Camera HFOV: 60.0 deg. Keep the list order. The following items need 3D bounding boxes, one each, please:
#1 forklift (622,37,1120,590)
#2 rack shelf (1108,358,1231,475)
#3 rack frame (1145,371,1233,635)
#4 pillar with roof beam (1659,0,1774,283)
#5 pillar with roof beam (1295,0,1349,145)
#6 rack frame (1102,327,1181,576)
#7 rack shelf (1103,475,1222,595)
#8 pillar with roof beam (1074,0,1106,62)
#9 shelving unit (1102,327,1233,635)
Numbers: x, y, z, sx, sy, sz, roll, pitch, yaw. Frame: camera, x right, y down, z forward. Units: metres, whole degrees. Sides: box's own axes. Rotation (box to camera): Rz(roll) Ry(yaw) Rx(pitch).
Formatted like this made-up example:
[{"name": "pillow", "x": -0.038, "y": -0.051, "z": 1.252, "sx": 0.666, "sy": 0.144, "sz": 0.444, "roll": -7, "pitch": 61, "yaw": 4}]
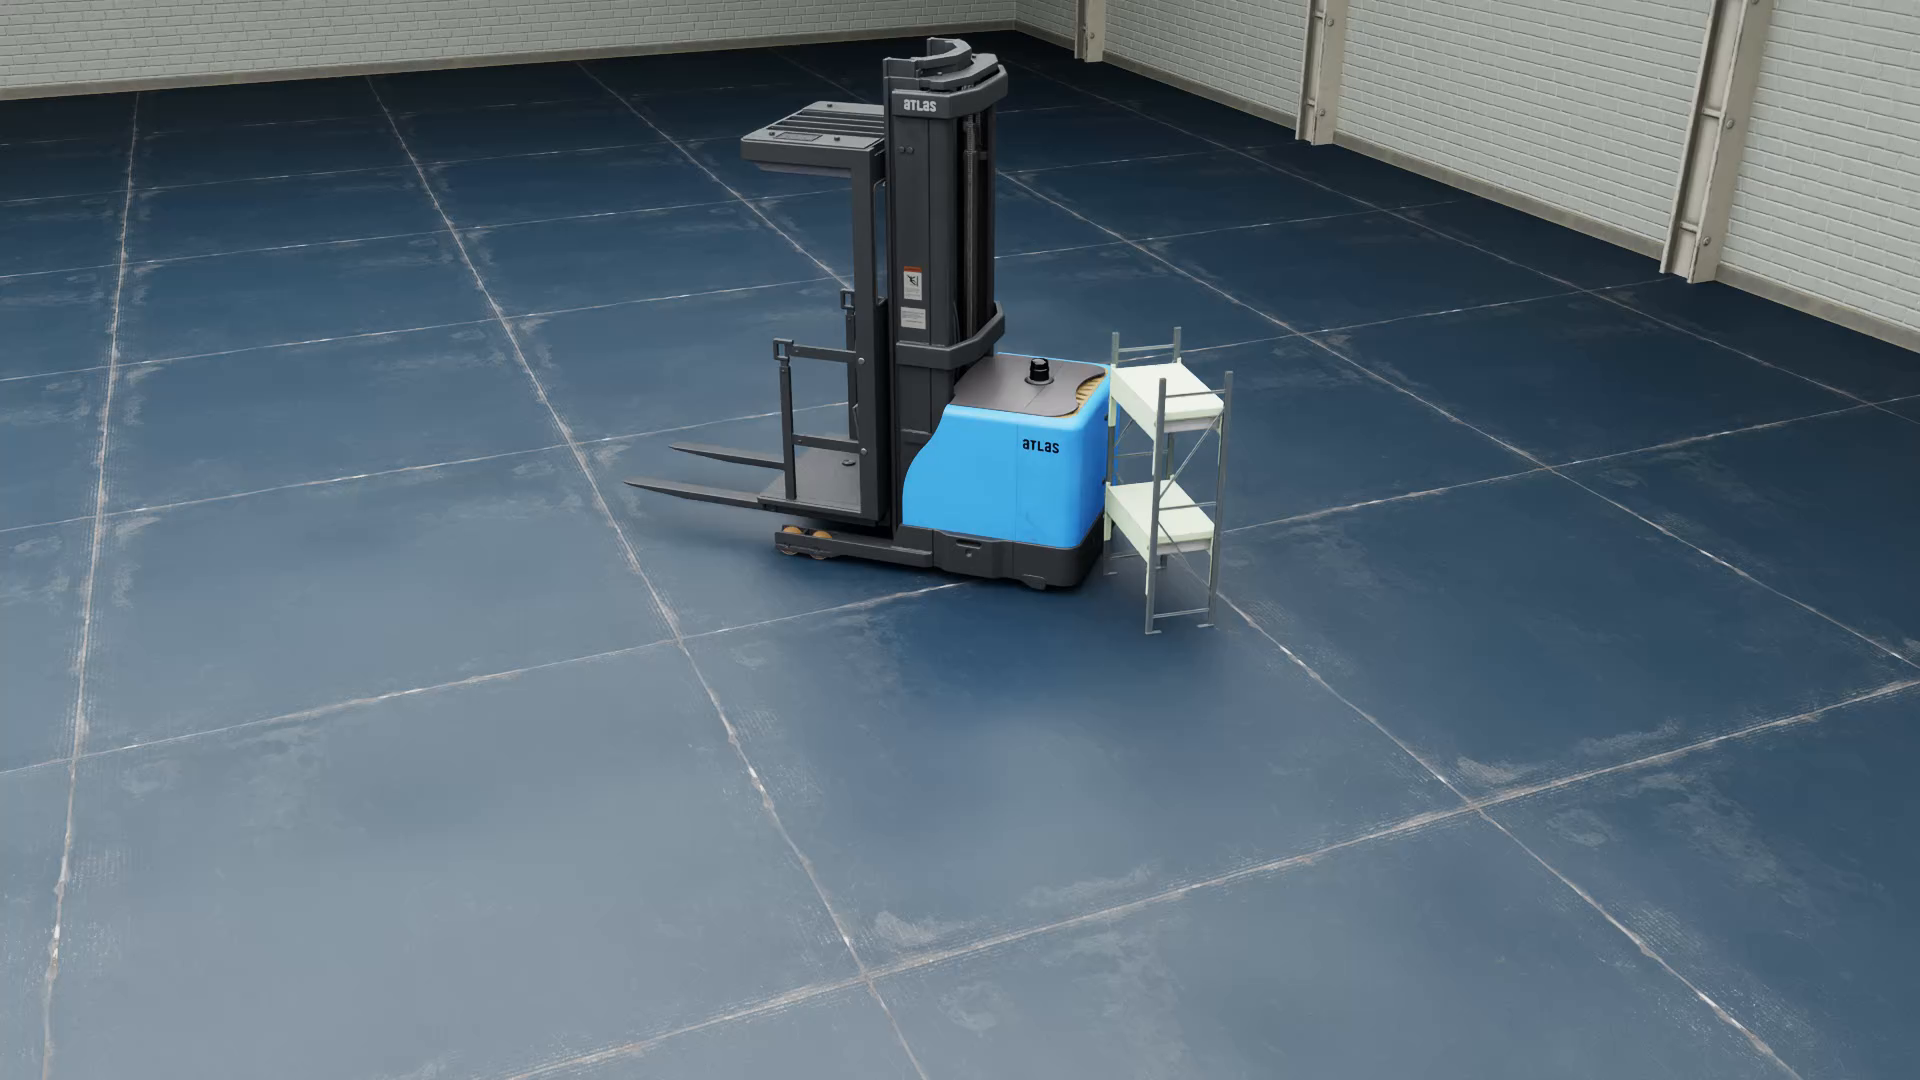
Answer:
[{"name": "forklift", "x": -0.596, "y": -1.408, "z": 9.793, "sx": 3.031, "sy": 2.935, "sz": 1.130, "roll": 9, "pitch": 27, "yaw": 17}, {"name": "rack shelf", "x": 1.127, "y": -0.682, "z": 9.049, "sx": 0.431, "sy": 0.370, "sz": 0.720, "roll": -6, "pitch": 27, "yaw": -13}, {"name": "rack frame", "x": 1.219, "y": -0.176, "z": 8.902, "sx": 0.400, "sy": 1.500, "sz": 0.023, "roll": -6, "pitch": 27, "yaw": -13}, {"name": "pillar with roof beam", "x": 2.691, "y": -5.721, "z": 11.711, "sx": 9.100, "sy": 9.000, "sz": 0.400, "roll": -11, "pitch": 28, "yaw": -21}, {"name": "pillar with roof beam", "x": 0.342, "y": -8.143, "z": 16.672, "sx": 9.100, "sy": 9.000, "sz": 0.400, "roll": -11, "pitch": 28, "yaw": -21}, {"name": "rack frame", "x": 1.035, "y": -0.487, "z": 9.538, "sx": 0.400, "sy": 1.500, "sz": 0.023, "roll": -6, "pitch": 27, "yaw": -13}, {"name": "rack shelf", "x": 1.127, "y": -0.039, "z": 9.363, "sx": 0.431, "sy": 0.370, "sz": 0.720, "roll": -6, "pitch": 27, "yaw": -13}, {"name": "pillar with roof beam", "x": -2.008, "y": -10.566, "z": 21.633, "sx": 9.100, "sy": 9.000, "sz": 0.400, "roll": -11, "pitch": 28, "yaw": -21}, {"name": "shelving unit", "x": 1.127, "y": -0.332, "z": 9.220, "sx": 0.431, "sy": 1.500, "sz": 0.755, "roll": -6, "pitch": 27, "yaw": -13}]
